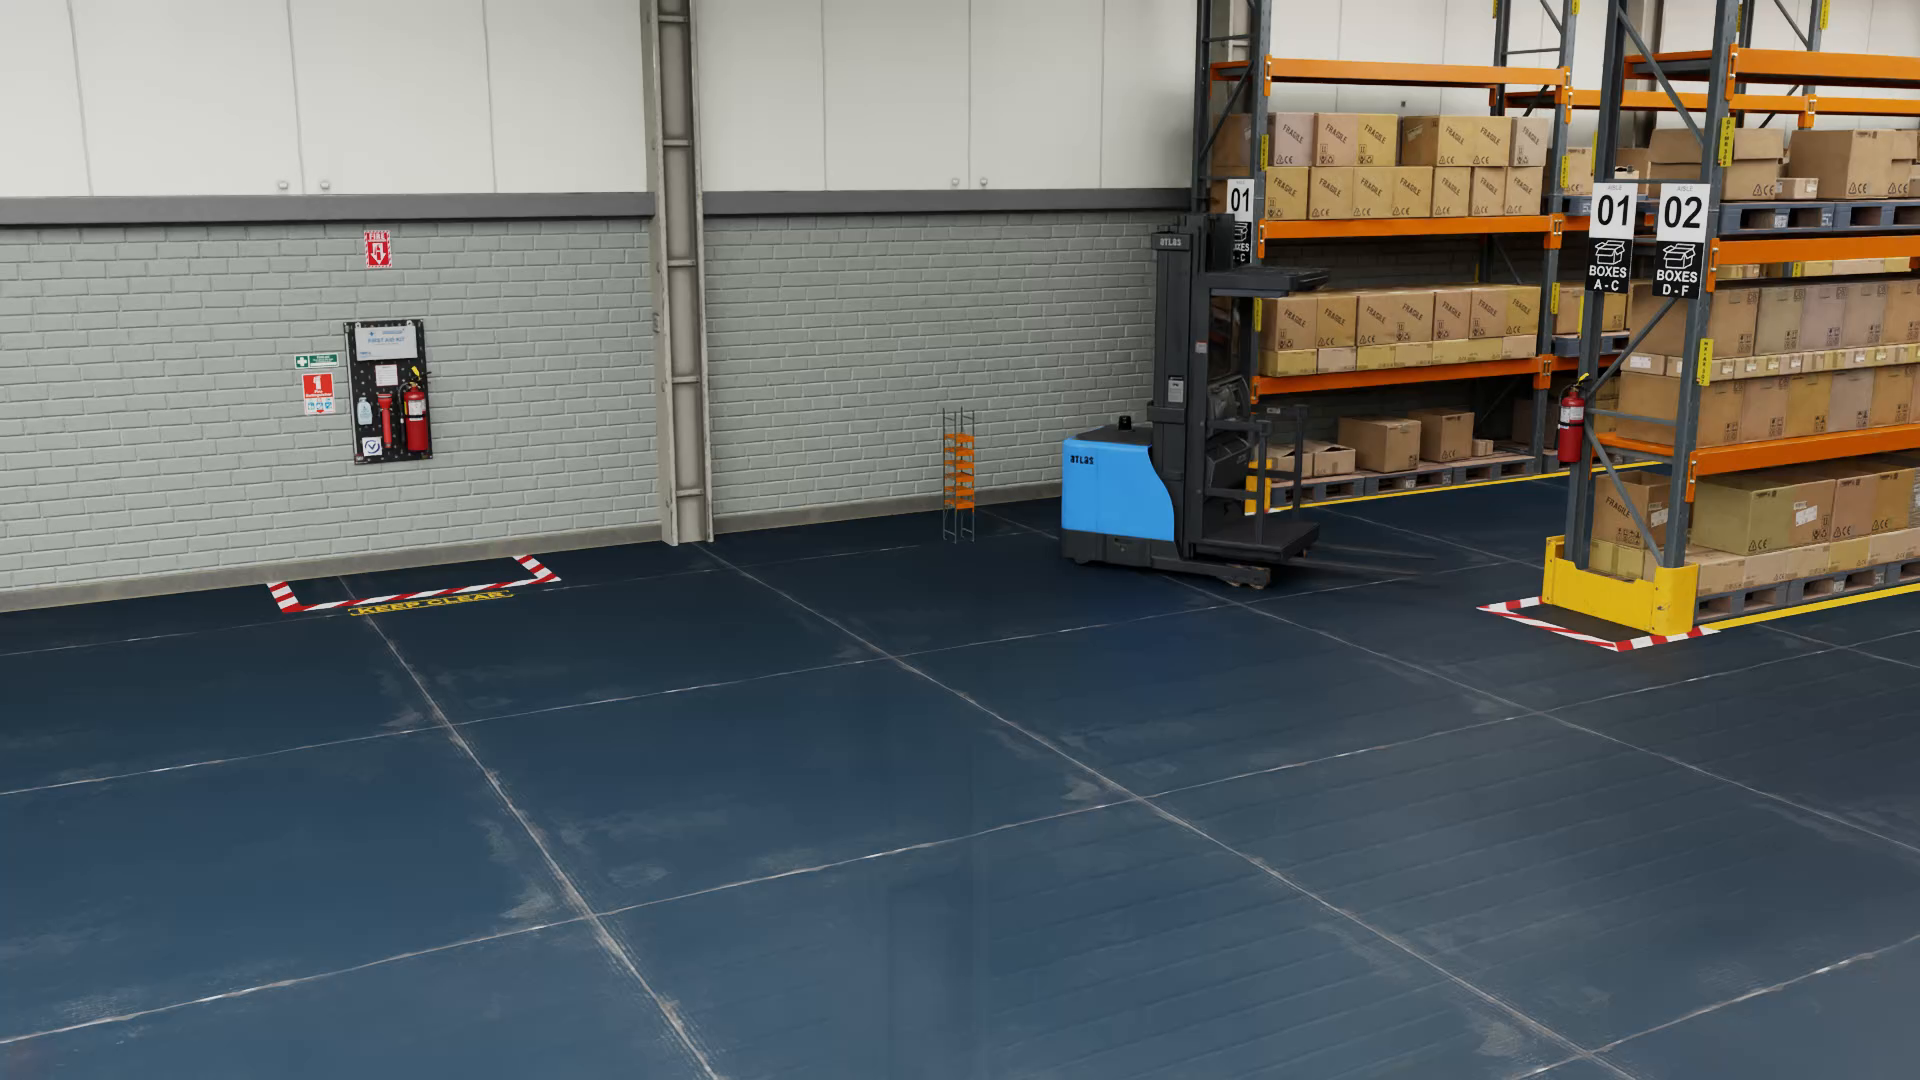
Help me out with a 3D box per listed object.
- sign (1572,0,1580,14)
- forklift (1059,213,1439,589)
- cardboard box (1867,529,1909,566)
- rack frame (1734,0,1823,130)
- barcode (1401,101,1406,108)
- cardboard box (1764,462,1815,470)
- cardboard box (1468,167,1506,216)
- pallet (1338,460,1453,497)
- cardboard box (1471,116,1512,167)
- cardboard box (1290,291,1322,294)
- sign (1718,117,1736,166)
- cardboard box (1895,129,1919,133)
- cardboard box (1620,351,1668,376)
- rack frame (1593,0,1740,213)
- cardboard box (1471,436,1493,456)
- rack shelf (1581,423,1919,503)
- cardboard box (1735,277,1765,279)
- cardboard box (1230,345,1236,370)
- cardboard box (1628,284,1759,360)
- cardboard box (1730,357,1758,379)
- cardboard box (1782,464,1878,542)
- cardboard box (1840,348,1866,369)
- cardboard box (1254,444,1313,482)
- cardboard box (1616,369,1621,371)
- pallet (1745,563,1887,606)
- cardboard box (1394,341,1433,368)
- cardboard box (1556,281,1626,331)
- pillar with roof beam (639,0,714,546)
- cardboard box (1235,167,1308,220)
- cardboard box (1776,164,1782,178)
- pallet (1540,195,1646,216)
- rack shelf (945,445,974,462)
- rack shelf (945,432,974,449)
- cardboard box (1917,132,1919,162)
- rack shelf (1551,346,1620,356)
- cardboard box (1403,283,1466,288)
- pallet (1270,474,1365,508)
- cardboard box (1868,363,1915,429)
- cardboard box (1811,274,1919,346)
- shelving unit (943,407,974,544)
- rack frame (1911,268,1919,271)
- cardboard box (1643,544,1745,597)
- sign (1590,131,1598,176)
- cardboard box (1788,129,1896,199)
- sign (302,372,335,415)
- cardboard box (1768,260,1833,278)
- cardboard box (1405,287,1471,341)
[{"bbox_3d":[6.349,-5.586,17.127,0.005,0.325,0.100,-7,14,-28],"label":"sign"},{"bbox_3d":[2.395,-1.170,13.630,3.031,2.935,1.130,7,14,28],"label":"forklift"},{"bbox_3d":[7.304,0.016,13.510,0.500,0.250,0.500,-7,14,-28],"label":"cardboard box"},{"bbox_3d":[9.616,-5.619,19.582,0.127,3.000,1.000,-7,14,-28],"label":"rack frame"},{"bbox_3d":[4.679,-4.598,17.551,0.075,0.075,0.001,-7,14,-28],"label":"barcode"},{"bbox_3d":[6.609,-0.400,13.652,0.500,0.500,0.500,-7,14,-28],"label":"cardboard box"},{"bbox_3d":[5.330,-3.642,17.355,0.500,0.500,0.500,-8,15,-33],"label":"cardboard box"},{"bbox_3d":[4.461,-0.704,17.758,1.213,0.211,1.003,-7,14,-28],"label":"pallet"},{"bbox_3d":[5.317,-4.116,17.185,0.500,0.500,0.500,-6,14,-25],"label":"cardboard box"},{"bbox_3d":[3.353,-2.295,17.062,0.500,0.500,0.500,-7,14,-27],"label":"cardboard box"},{"bbox_3d":[5.232,-2.717,11.348,0.005,0.325,0.100,-7,14,-28],"label":"sign"},{"bbox_3d":[11.815,-5.077,21.069,0.500,0.250,0.500,-7,15,-30],"label":"cardboard box"},{"bbox_3d":[5.215,-1.339,12.520,0.250,0.149,0.380,-7,15,-29],"label":"cardboard box"},{"bbox_3d":[4.971,-3.823,11.602,0.127,3.000,1.000,-7,14,-28],"label":"rack frame"},{"bbox_3d":[5.650,-1.042,18.357,0.250,0.166,0.380,-9,16,-35],"label":"cardboard box"},{"bbox_3d":[6.727,-0.756,13.274,4.000,0.370,1.077,-7,14,-28],"label":"rack shelf"},{"bbox_3d":[9.208,-2.904,19.953,0.500,0.500,0.700,-9,15,-34],"label":"cardboard box"},{"bbox_3d":[2.912,-1.874,16.899,0.500,0.250,0.500,-7,14,-27],"label":"cardboard box"},{"bbox_3d":[5.433,-1.630,12.339,0.500,0.500,0.700,-7,14,-28],"label":"cardboard box"},{"bbox_3d":[5.649,-1.290,12.303,0.250,0.149,0.380,-7,15,-29],"label":"cardboard box"},{"bbox_3d":[6.866,-0.297,13.193,0.500,0.500,0.500,-7,14,-28],"label":"cardboard box"},{"bbox_3d":[6.768,-1.423,12.895,0.250,0.149,0.380,-7,14,-27],"label":"cardboard box"},{"bbox_3d":[3.245,-0.809,16.994,0.500,0.311,0.500,-9,15,-34],"label":"cardboard box"},{"bbox_3d":[8.030,-1.864,19.545,0.500,0.250,0.500,-7,14,-28],"label":"cardboard box"},{"bbox_3d":[6.692,0.248,13.526,1.213,0.211,1.003,-7,14,-28],"label":"pallet"},{"bbox_3d":[4.518,-1.940,17.193,0.500,0.250,0.500,-7,14,-27],"label":"cardboard box"},{"bbox_3d":[7.062,-2.639,18.775,0.500,0.500,0.700,-5,14,-22],"label":"cardboard box"},{"bbox_3d":[-0.409,-3.557,10.419,0.400,9.000,9.100,-7,14,-28],"label":"pillar with roof beam"},{"bbox_3d":[3.008,-3.360,16.100,0.500,0.500,0.500,-6,14,-26],"label":"cardboard box"},{"bbox_3d":[5.855,-2.732,12.650,0.500,0.250,0.500,-7,14,-28],"label":"cardboard box"},{"bbox_3d":[6.698,-3.688,18.259,1.003,0.211,1.213,-7,14,-28],"label":"pallet"},{"bbox_3d":[-0.013,-0.775,14.928,0.180,0.103,0.258,-7,14,-28],"label":"rack shelf"},{"bbox_3d":[-0.013,-0.892,14.901,0.180,0.103,0.258,-7,14,-28],"label":"rack shelf"},{"bbox_3d":[7.914,-3.100,13.719,0.500,0.500,0.500,-6,14,-23],"label":"cardboard box"},{"bbox_3d":[7.861,-2.226,19.363,3.809,0.124,0.919,-7,14,-28],"label":"rack shelf"},{"bbox_3d":[5.137,-2.511,18.023,0.500,0.500,0.500,-7,14,-28],"label":"cardboard box"},{"bbox_3d":[3.391,-0.577,17.192,1.213,0.211,1.003,-7,14,-28],"label":"pallet"},{"bbox_3d":[7.194,-1.209,13.423,0.500,0.500,0.700,-7,14,-27],"label":"cardboard box"},{"bbox_3d":[7.213,-1.845,13.293,0.500,0.500,0.700,-7,14,-28],"label":"cardboard box"},{"bbox_3d":[-0.013,-0.584,14.971,0.189,1.200,0.258,-7,14,-28],"label":"shelving unit"},{"bbox_3d":[8.482,-1.317,14.130,0.127,3.000,1.000,-7,14,-28],"label":"rack frame"},{"bbox_3d":[5.548,0.227,12.576,0.500,0.250,0.500,-7,14,-28],"label":"cardboard box"},{"bbox_3d":[4.723,-2.859,12.314,0.005,0.325,0.100,-7,14,-28],"label":"sign"},{"bbox_3d":[6.560,-2.804,12.401,0.500,0.500,0.500,-7,14,-28],"label":"cardboard box"},{"bbox_3d":[-5.194,-1.186,13.467,0.234,0.329,0.001,-7,14,-28],"label":"sign"},{"bbox_3d":[10.163,-3.263,20.117,0.500,0.250,0.500,-6,14,-27],"label":"cardboard box"},{"bbox_3d":[4.956,-2.360,17.352,0.500,0.500,0.500,-7,15,-29],"label":"cardboard box"}]
